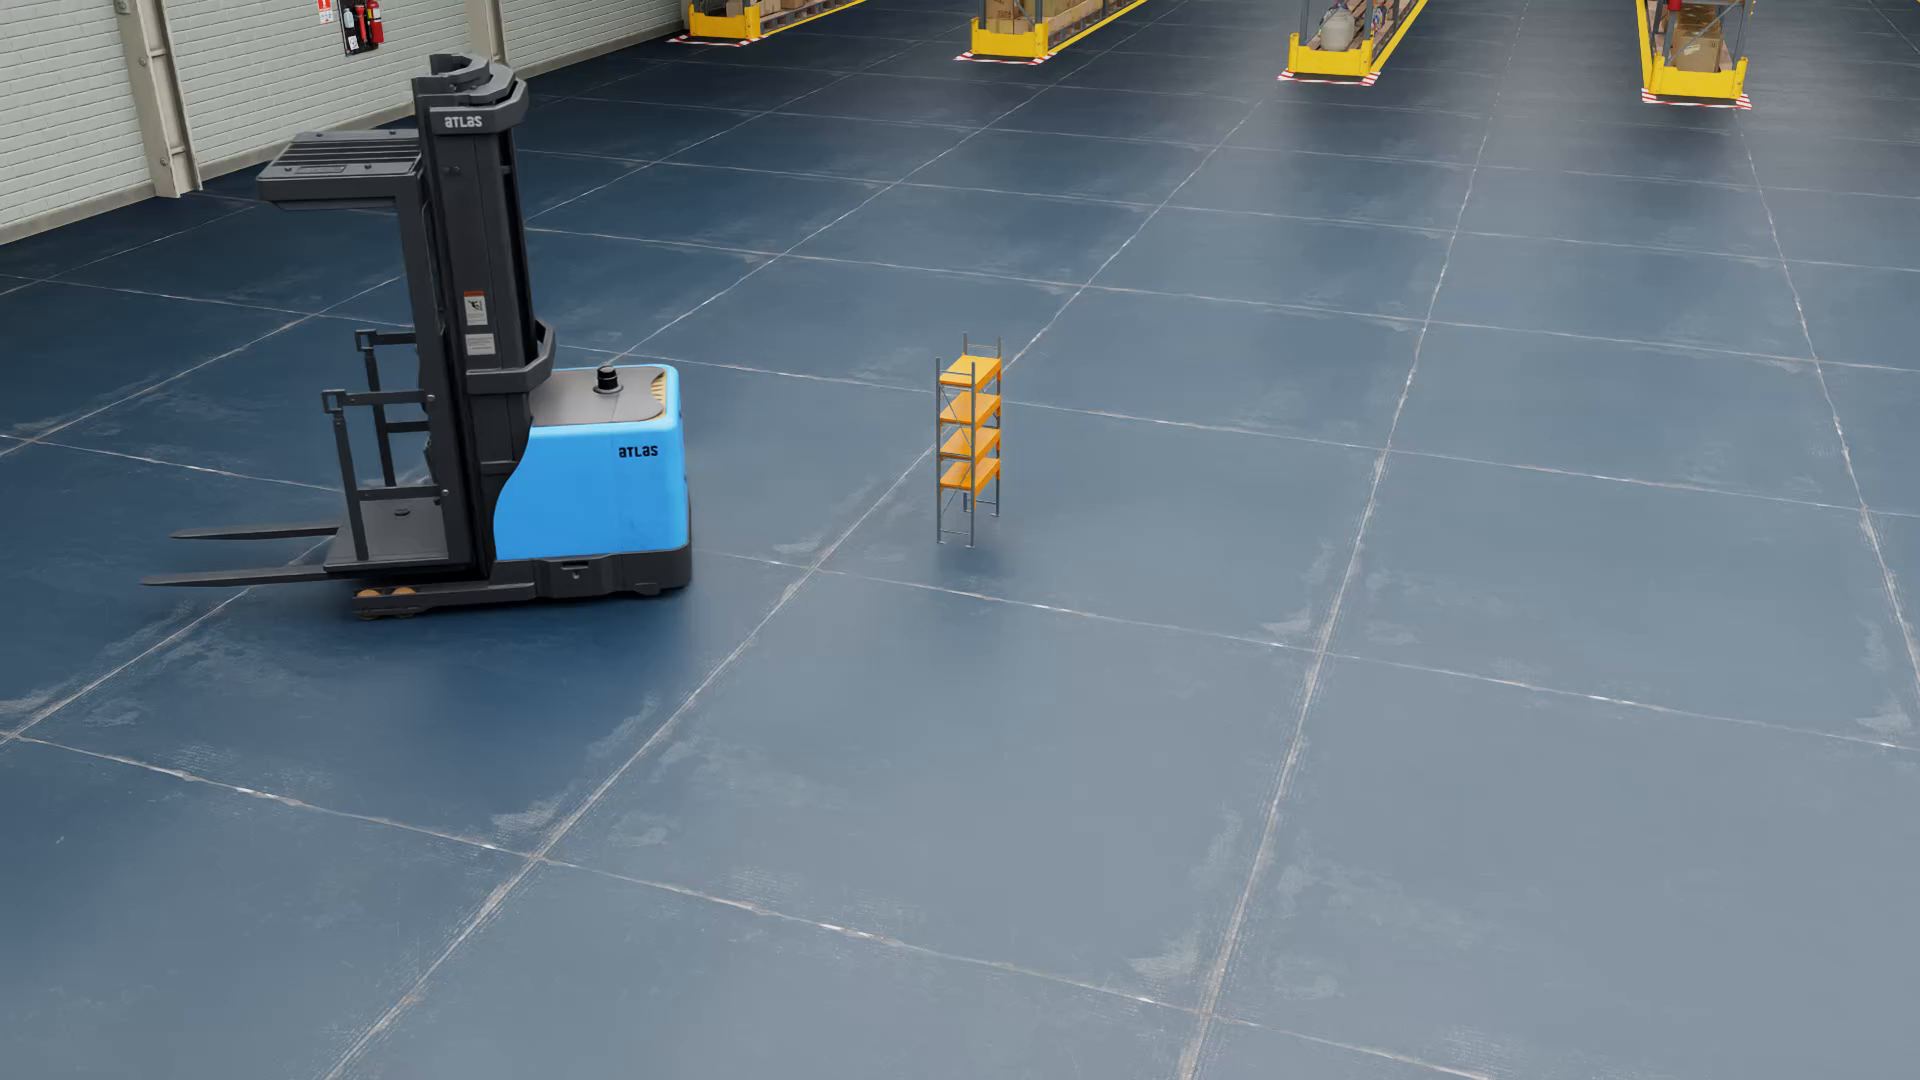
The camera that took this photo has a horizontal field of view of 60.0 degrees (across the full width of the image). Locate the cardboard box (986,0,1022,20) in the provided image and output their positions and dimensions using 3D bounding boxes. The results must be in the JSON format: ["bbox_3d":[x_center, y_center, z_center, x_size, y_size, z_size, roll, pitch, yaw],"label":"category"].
[{"bbox_3d":[0.673,-8.474,26.122,0.500,0.500,0.500,9,27,17],"label":"cardboard box"}]

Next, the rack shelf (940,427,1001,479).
[{"bbox_3d":[0.055,-0.548,10.158,0.258,0.148,0.480,9,27,17],"label":"rack shelf"}]

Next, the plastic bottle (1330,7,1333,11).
[{"bbox_3d":[5.912,-8.327,26.542,0.144,0.351,0.185,9,27,17],"label":"plastic bottle"}]

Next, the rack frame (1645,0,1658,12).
[{"bbox_3d":[12.778,-10.771,29.054,1.000,3.000,0.127,9,27,17],"label":"rack frame"}]

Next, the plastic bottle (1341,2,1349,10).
[{"bbox_3d":[6.252,-8.559,27.019,0.144,0.351,0.185,9,27,17],"label":"plastic bottle"}]

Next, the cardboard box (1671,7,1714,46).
[{"bbox_3d":[11.093,-7.796,25.296,0.500,0.500,0.500,19,32,34],"label":"cardboard box"}]

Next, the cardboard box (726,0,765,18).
[{"bbox_3d":[-3.582,-8.897,27.765,0.500,0.311,0.500,6,26,12],"label":"cardboard box"}]

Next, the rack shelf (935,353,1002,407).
[{"bbox_3d":[0.055,-0.962,9.958,0.258,0.148,0.480,9,27,17],"label":"rack shelf"}]

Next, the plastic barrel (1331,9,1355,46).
[{"bbox_3d":[5.759,-7.758,25.205,0.421,0.512,0.421,0,26,0],"label":"plastic barrel"}]

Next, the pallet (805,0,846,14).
[{"bbox_3d":[-2.756,-9.746,30.136,1.003,0.211,1.213,9,27,17],"label":"pallet"}]

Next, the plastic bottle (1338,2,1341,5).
[{"bbox_3d":[6.257,-8.748,27.502,0.097,0.271,0.097,0,26,0],"label":"plastic bottle"}]

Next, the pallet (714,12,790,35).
[{"bbox_3d":[-3.568,-8.743,28.065,1.003,0.211,1.213,9,27,17],"label":"pallet"}]

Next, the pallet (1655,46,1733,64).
[{"bbox_3d":[10.853,-7.088,24.647,1.003,0.211,1.213,9,27,17],"label":"pallet"}]

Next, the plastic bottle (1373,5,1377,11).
[{"bbox_3d":[6.698,-8.565,27.034,0.144,0.351,0.185,9,27,17],"label":"plastic bottle"}]

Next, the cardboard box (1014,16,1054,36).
[{"bbox_3d":[1.164,-8.061,26.130,0.500,0.250,0.500,9,27,17],"label":"cardboard box"}]

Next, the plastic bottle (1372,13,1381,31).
[{"bbox_3d":[6.605,-8.233,26.433,0.152,0.276,0.135,9,27,18],"label":"plastic bottle"}]

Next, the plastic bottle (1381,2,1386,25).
[{"bbox_3d":[6.834,-8.545,26.990,0.144,0.351,0.185,8,27,16],"label":"plastic bottle"}]

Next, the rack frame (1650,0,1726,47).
[{"bbox_3d":[11.447,-9.127,25.659,1.000,3.000,0.127,9,27,17],"label":"rack frame"}]

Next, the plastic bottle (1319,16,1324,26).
[{"bbox_3d":[5.665,-8.046,26.038,0.061,0.283,0.133,9,27,19],"label":"plastic bottle"}]

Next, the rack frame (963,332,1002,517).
[{"bbox_3d":[0.136,-0.708,10.336,0.240,1.200,0.015,9,27,17],"label":"rack frame"}]

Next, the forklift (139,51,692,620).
[{"bbox_3d":[-3.113,-1.117,9.193,3.031,2.935,1.130,-4,26,-8],"label":"forklift"}]

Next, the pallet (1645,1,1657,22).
[{"bbox_3d":[12.517,-9.195,28.998,1.003,0.211,1.213,9,27,17],"label":"pallet"}]

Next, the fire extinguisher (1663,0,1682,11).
[{"bbox_3d":[9.643,-7.468,22.321,0.296,0.674,0.183,9,27,17],"label":"fire extinguisher"}]

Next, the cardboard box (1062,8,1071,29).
[{"bbox_3d":[1.493,-8.472,26.980,0.500,0.250,0.500,9,27,17],"label":"cardboard box"}]

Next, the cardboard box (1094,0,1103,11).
[{"bbox_3d":[2.158,-9.294,28.677,0.500,0.250,0.500,9,27,17],"label":"cardboard box"}]

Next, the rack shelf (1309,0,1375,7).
[{"bbox_3d":[6.111,-8.700,25.601,1.077,0.370,4.000,9,27,17],"label":"rack shelf"}]

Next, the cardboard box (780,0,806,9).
[{"bbox_3d":[-3.101,-9.511,28.815,0.700,0.500,0.500,7,27,14],"label":"cardboard box"}]

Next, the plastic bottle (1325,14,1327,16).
[{"bbox_3d":[5.799,-8.149,26.258,0.152,0.276,0.135,8,27,16],"label":"plastic bottle"}]

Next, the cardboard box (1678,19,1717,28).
[{"bbox_3d":[10.732,-7.307,24.285,0.500,0.500,0.500,11,28,22],"label":"cardboard box"}]

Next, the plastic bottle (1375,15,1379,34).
[{"bbox_3d":[6.557,-8.137,26.239,0.097,0.271,0.097,0,26,0],"label":"plastic bottle"}]

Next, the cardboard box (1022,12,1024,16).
[{"bbox_3d":[0.830,-8.343,26.713,0.500,0.250,0.500,9,27,17],"label":"cardboard box"}]

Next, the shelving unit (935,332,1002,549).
[{"bbox_3d":[0.055,-0.608,10.129,0.258,1.200,0.503,9,27,17],"label":"shelving unit"}]

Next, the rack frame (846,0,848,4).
[{"bbox_3d":[-2.566,-11.282,30.109,1.000,3.000,0.127,9,27,17],"label":"rack frame"}]

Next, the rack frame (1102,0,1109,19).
[{"bbox_3d":[2.107,-10.565,28.629,1.000,3.000,0.127,9,27,17],"label":"rack frame"}]

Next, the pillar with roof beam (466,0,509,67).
[{"bbox_3d":[-2.417,-9.661,19.878,9.100,9.000,0.400,9,27,17],"label":"pillar with roof beam"}]

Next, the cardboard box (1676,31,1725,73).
[{"bbox_3d":[10.340,-6.801,23.242,0.500,0.500,0.500,14,29,27],"label":"cardboard box"}]

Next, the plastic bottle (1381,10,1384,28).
[{"bbox_3d":[6.755,-8.362,26.691,0.061,0.283,0.133,11,28,21],"label":"plastic bottle"}]

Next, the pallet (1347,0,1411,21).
[{"bbox_3d":[7.405,-9.422,29.467,1.003,0.211,1.213,9,27,17],"label":"pallet"}]

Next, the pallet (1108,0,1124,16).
[{"bbox_3d":[2.315,-9.619,29.873,1.003,0.211,1.213,9,27,17],"label":"pallet"}]

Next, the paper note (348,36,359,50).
[{"bbox_3d":[-7.459,-6.116,20.451,0.016,0.148,0.142,9,27,17],"label":"paper note"}]

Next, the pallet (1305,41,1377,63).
[{"bbox_3d":[5.702,-7.318,25.121,1.003,0.211,1.213,9,27,17],"label":"pallet"}]

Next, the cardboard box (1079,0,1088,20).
[{"bbox_3d":[1.830,-8.883,27.827,0.500,0.250,0.500,9,27,17],"label":"cardboard box"}]

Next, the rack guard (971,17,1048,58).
[{"bbox_3d":[0.768,-7.786,25.758,1.175,0.500,0.348,9,27,17],"label":"rack guard"}]

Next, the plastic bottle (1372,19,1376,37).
[{"bbox_3d":[6.435,-7.967,25.875,0.061,0.283,0.133,9,27,18],"label":"plastic bottle"}]

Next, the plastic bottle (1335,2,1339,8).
[{"bbox_3d":[6.116,-8.579,27.063,0.144,0.351,0.185,10,27,19],"label":"plastic bottle"}]

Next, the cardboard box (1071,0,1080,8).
[{"bbox_3d":[1.665,-9.014,27.239,0.500,0.500,0.500,9,27,17],"label":"cardboard box"}]

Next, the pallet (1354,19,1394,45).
[{"bbox_3d":[6.514,-8.320,27.192,1.003,0.211,1.213,9,27,17],"label":"pallet"}]

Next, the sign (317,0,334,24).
[{"bbox_3d":[-7.616,-6.379,19.943,0.001,0.329,0.234,9,27,17],"label":"sign"}]

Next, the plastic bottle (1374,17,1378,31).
[{"bbox_3d":[6.490,-8.053,26.067,0.097,0.271,0.097,0,26,0],"label":"plastic bottle"}]

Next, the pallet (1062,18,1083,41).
[{"bbox_3d":[1.398,-8.486,27.535,1.003,0.211,1.213,9,27,17],"label":"pallet"}]

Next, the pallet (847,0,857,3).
[{"bbox_3d":[-2.308,-10.347,31.378,1.003,0.211,1.213,9,27,17],"label":"pallet"}]

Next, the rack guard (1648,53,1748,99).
[{"bbox_3d":[10.141,-6.389,22.873,1.175,0.500,0.348,9,27,17],"label":"rack guard"}]

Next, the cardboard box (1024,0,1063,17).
[{"bbox_3d":[1.328,-8.604,26.391,0.500,0.500,0.500,9,27,17],"label":"cardboard box"}]

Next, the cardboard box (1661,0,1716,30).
[{"bbox_3d":[11.672,-8.449,26.622,0.700,0.500,0.500,7,27,13],"label":"cardboard box"}]

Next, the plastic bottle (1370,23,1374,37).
[{"bbox_3d":[6.342,-7.871,25.691,0.097,0.271,0.097,0,26,0],"label":"plastic bottle"}]
